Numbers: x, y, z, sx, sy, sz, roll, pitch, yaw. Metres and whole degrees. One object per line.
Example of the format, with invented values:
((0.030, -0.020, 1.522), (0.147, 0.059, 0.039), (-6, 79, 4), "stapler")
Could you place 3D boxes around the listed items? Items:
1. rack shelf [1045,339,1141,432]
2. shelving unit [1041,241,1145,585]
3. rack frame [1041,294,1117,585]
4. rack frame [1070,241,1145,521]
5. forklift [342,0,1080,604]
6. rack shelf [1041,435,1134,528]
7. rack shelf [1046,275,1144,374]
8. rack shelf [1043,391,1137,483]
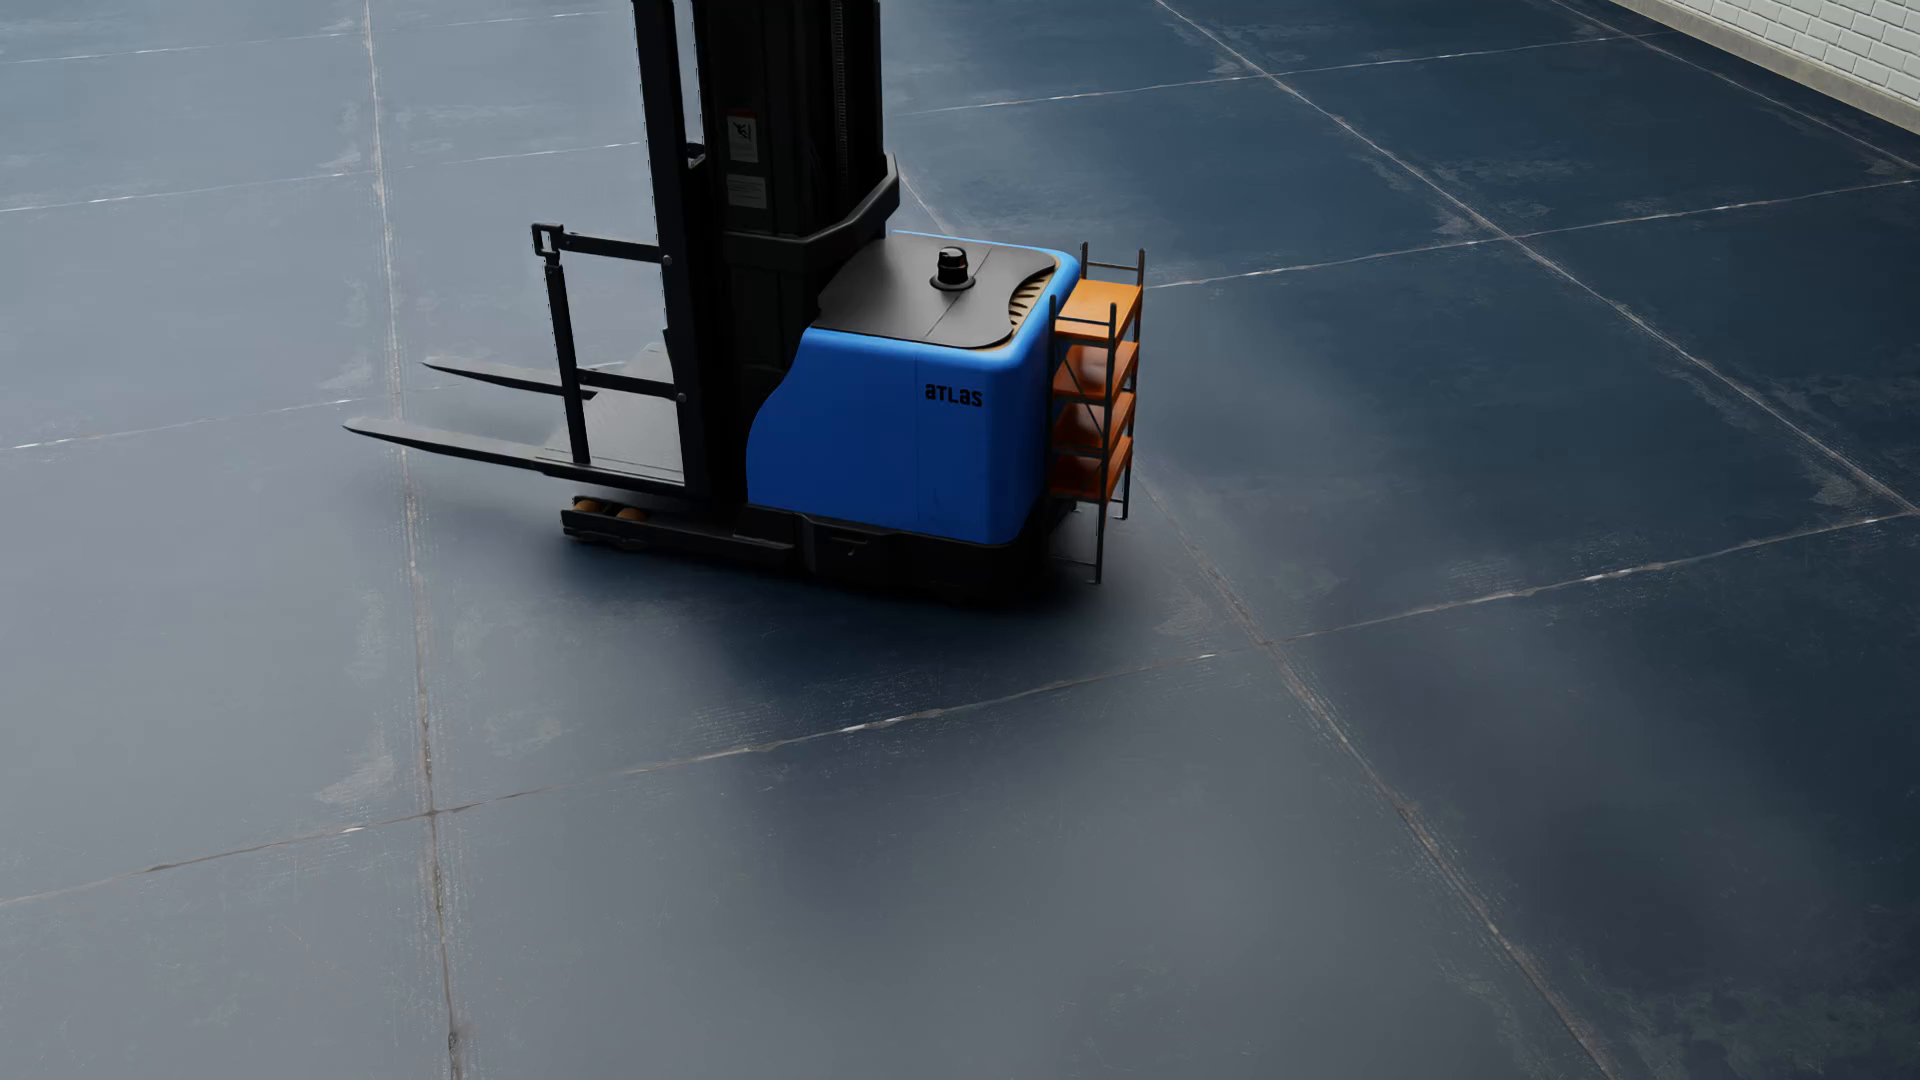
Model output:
((0.505, -0.606, 6.295), (0.258, 0.148, 0.480), (10, 35, 14), "rack shelf")
((0.505, -0.475, 6.381), (0.258, 1.200, 0.503), (10, 35, 14), "shelving unit")
((0.434, -0.347, 6.186), (0.240, 1.200, 0.015), (10, 35, 14), "rack frame")
((0.577, -0.604, 6.576), (0.240, 1.200, 0.015), (10, 35, 14), "rack frame")
((-1.091, -1.448, 6.282), (3.031, 2.935, 1.130), (10, 35, 15), "forklift")
((0.505, -0.254, 6.528), (0.258, 0.148, 0.480), (10, 35, 14), "rack shelf")
((0.505, -0.803, 6.164), (0.258, 0.148, 0.480), (10, 35, 14), "rack shelf")
((0.505, -0.419, 6.418), (0.258, 0.148, 0.480), (10, 35, 14), "rack shelf")
